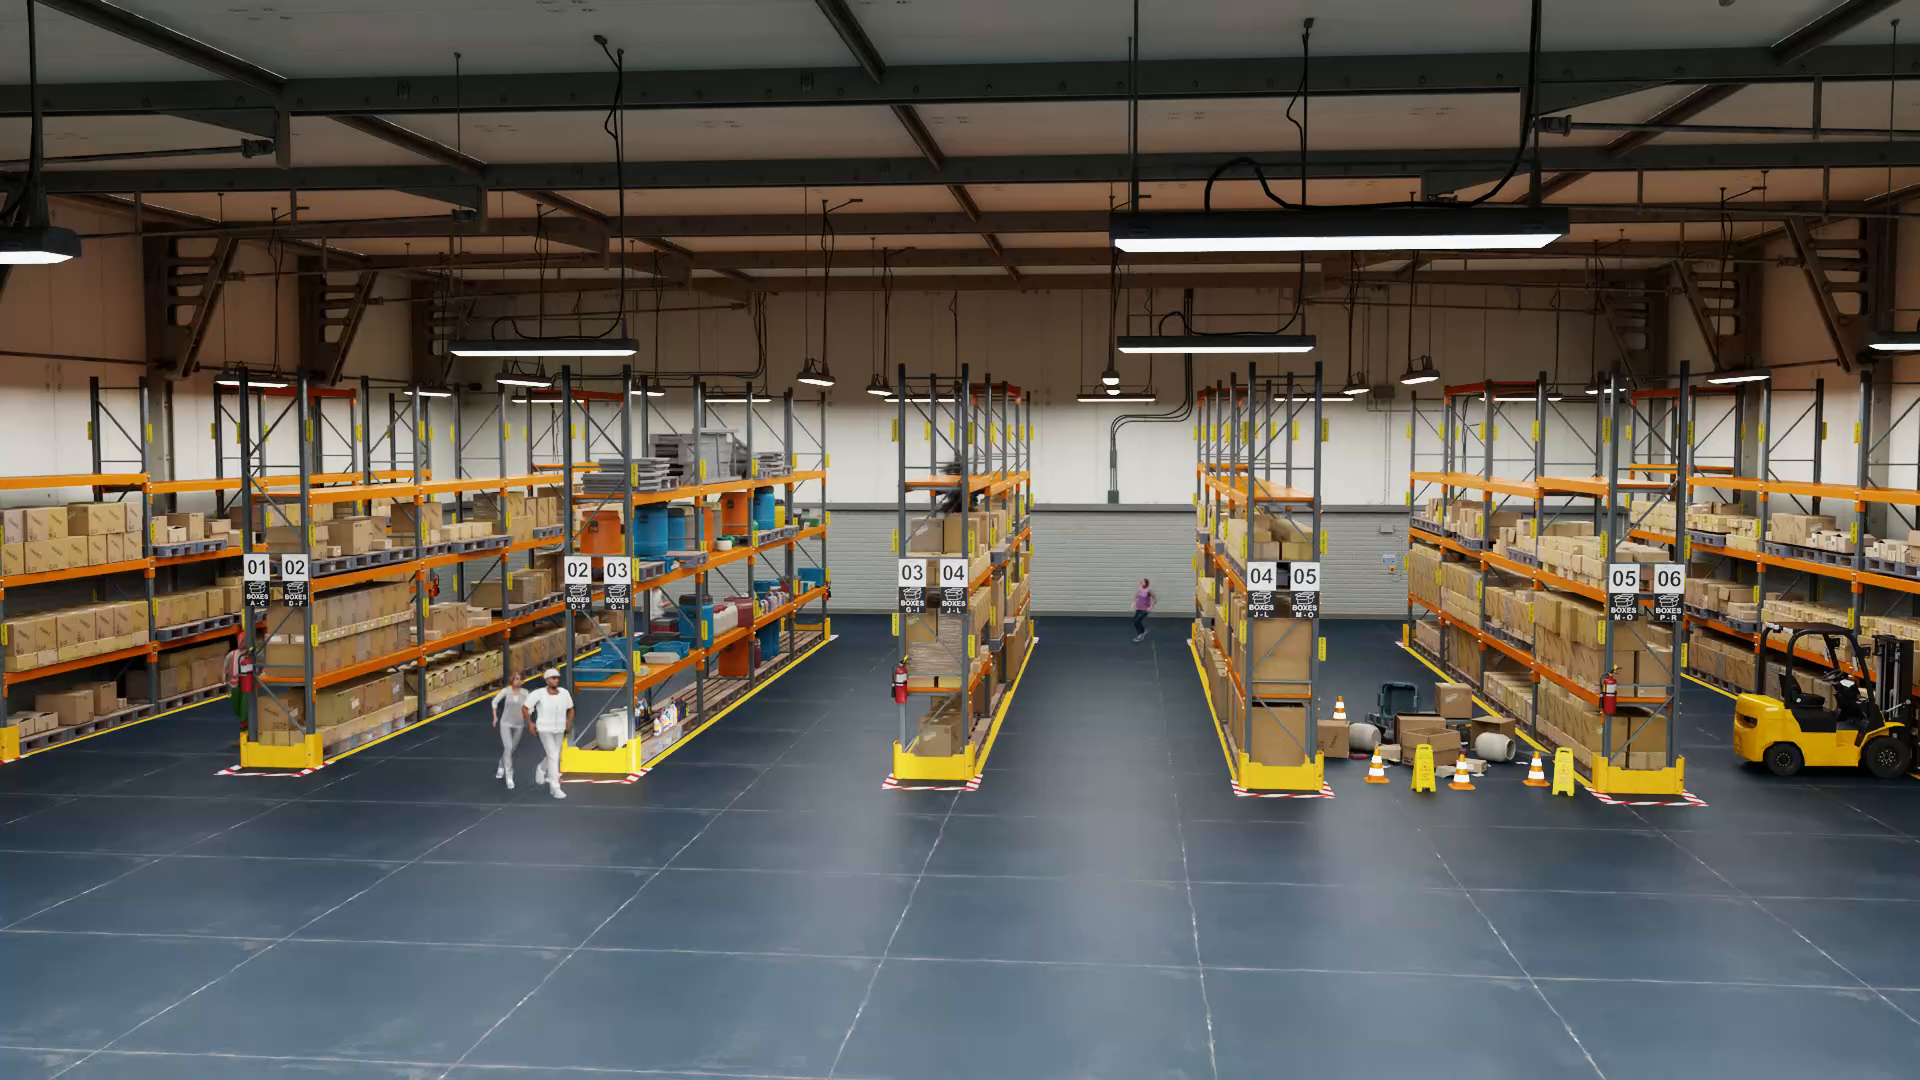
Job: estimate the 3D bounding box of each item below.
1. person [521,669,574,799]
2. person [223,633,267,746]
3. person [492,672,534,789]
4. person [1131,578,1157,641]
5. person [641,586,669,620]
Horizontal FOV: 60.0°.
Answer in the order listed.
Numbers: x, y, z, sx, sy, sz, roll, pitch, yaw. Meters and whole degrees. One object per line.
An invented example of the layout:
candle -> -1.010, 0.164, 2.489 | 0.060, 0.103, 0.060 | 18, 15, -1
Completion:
person -> -5.681, 2.656, 23.115 | 0.714, 1.751, 0.885 | -3, 5, -42
person -> -11.552, 2.380, 26.847 | 0.664, 1.773, 0.964 | 0, 4, -6
person -> -6.363, 2.678, 23.722 | 0.556, 1.583, 0.802 | -2, 4, -28
person -> 4.364, 1.678, 39.785 | 0.525, 1.534, 0.601 | -4, 5, -44
person -> -6.824, 1.705, 37.183 | 0.652, 1.804, 0.987 | 0, 4, -3
